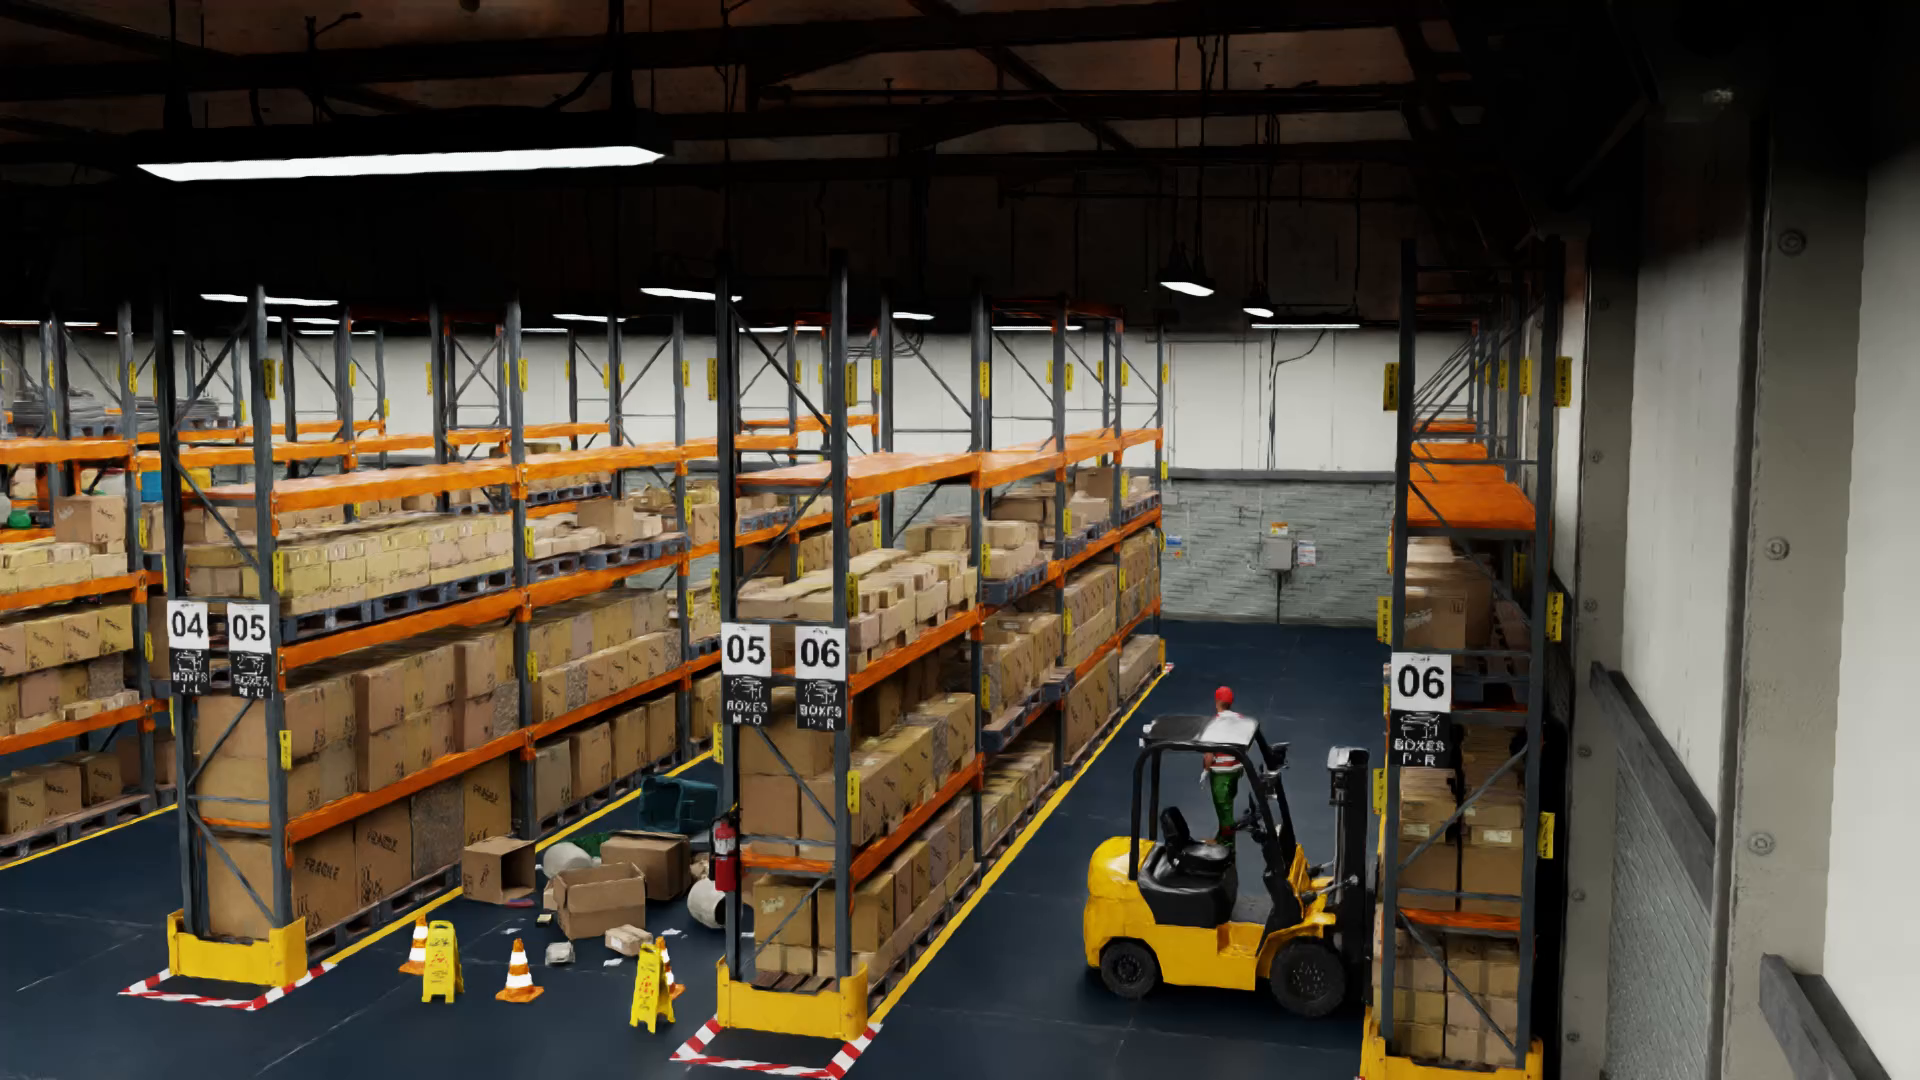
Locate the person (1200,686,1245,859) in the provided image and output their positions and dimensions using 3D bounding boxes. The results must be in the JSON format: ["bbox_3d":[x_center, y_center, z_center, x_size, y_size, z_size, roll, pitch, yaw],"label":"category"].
[{"bbox_3d":[2.754,2.415,17.519,0.568,1.783,0.649,6,8,43],"label":"person"}]
